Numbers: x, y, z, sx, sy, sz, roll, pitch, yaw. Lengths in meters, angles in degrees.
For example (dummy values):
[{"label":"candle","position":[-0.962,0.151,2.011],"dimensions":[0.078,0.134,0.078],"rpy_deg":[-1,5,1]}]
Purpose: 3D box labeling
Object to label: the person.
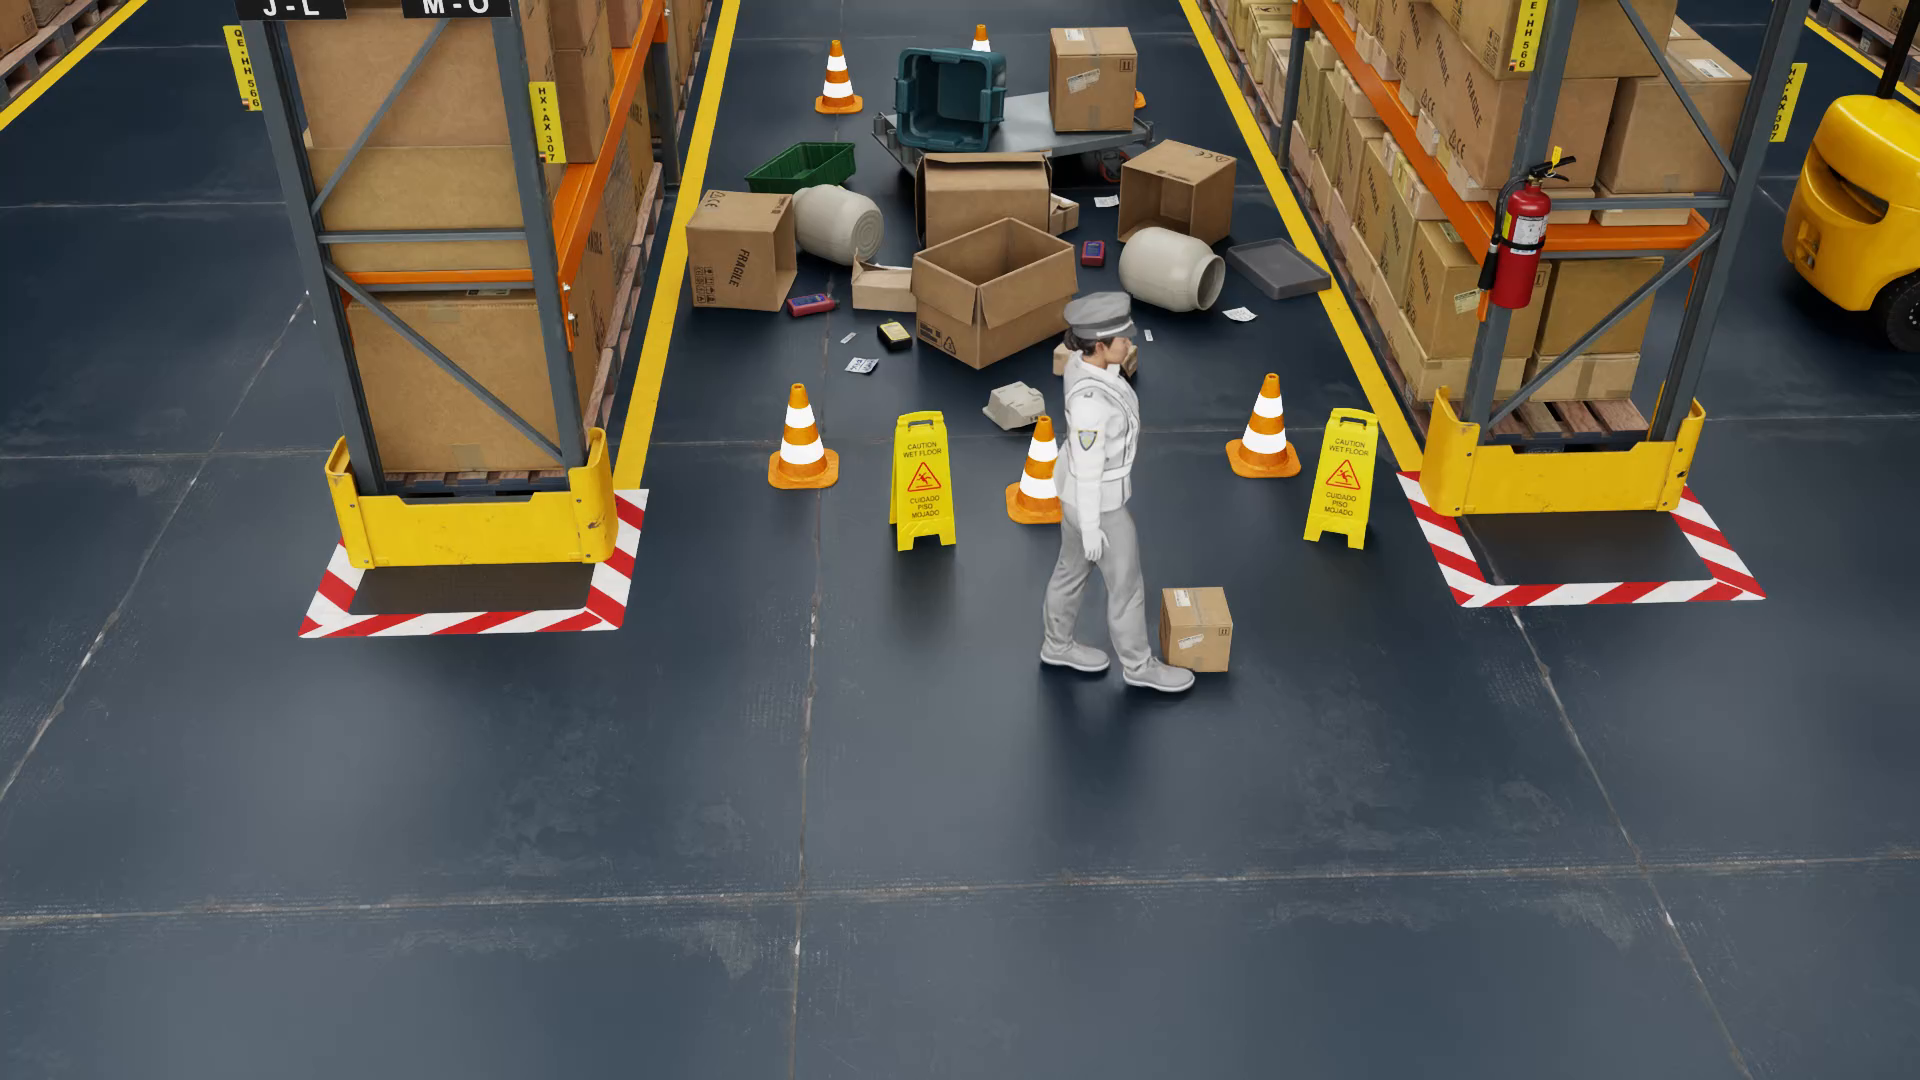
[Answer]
[{"label":"person","position":[0.635,-0.172,6.360],"dimensions":[0.605,1.666,0.479],"rpy_deg":[-2,35,-2]}]
